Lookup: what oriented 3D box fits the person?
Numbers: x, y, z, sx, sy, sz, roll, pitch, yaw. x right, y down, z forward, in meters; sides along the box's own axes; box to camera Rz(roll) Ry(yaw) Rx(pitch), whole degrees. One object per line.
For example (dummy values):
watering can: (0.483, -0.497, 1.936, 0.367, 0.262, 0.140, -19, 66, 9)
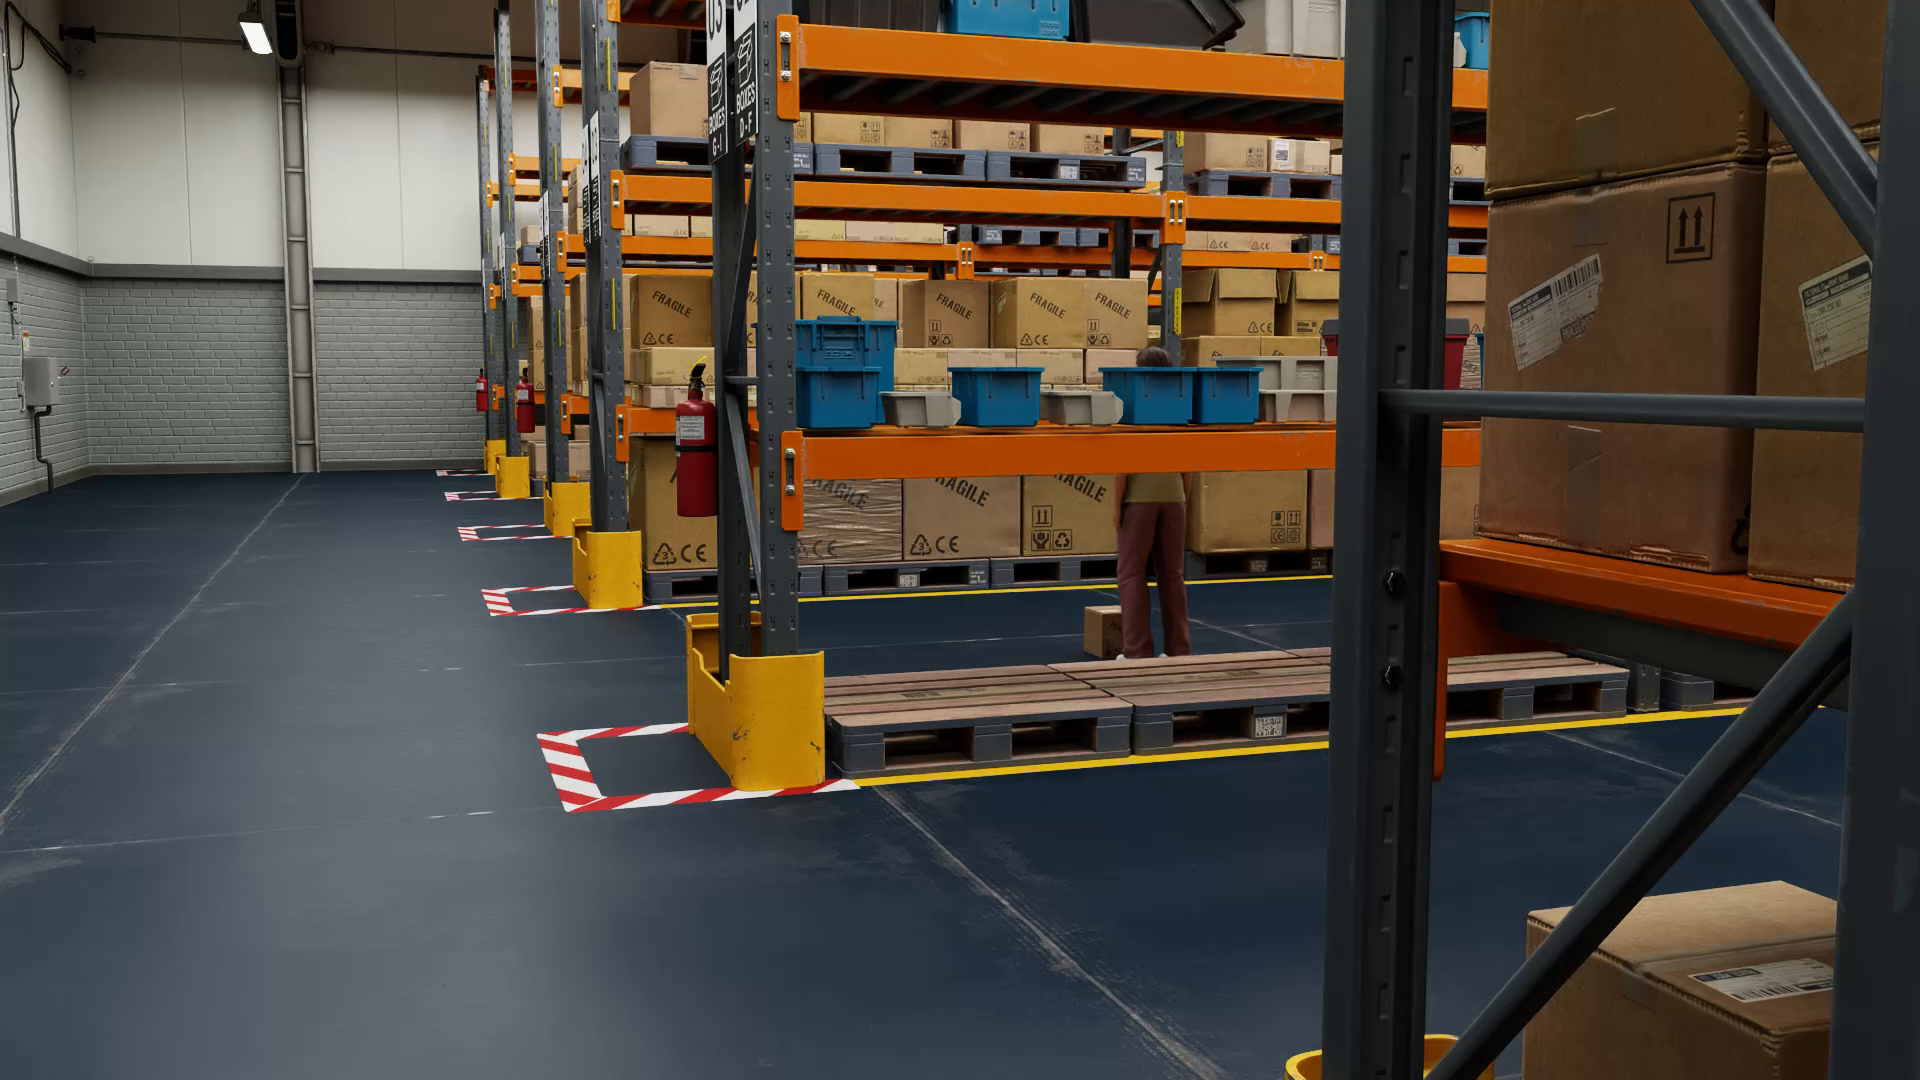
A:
person: (0.989, -0.153, 8.574, 0.442, 1.674, 0.359, -2, 6, -17)
